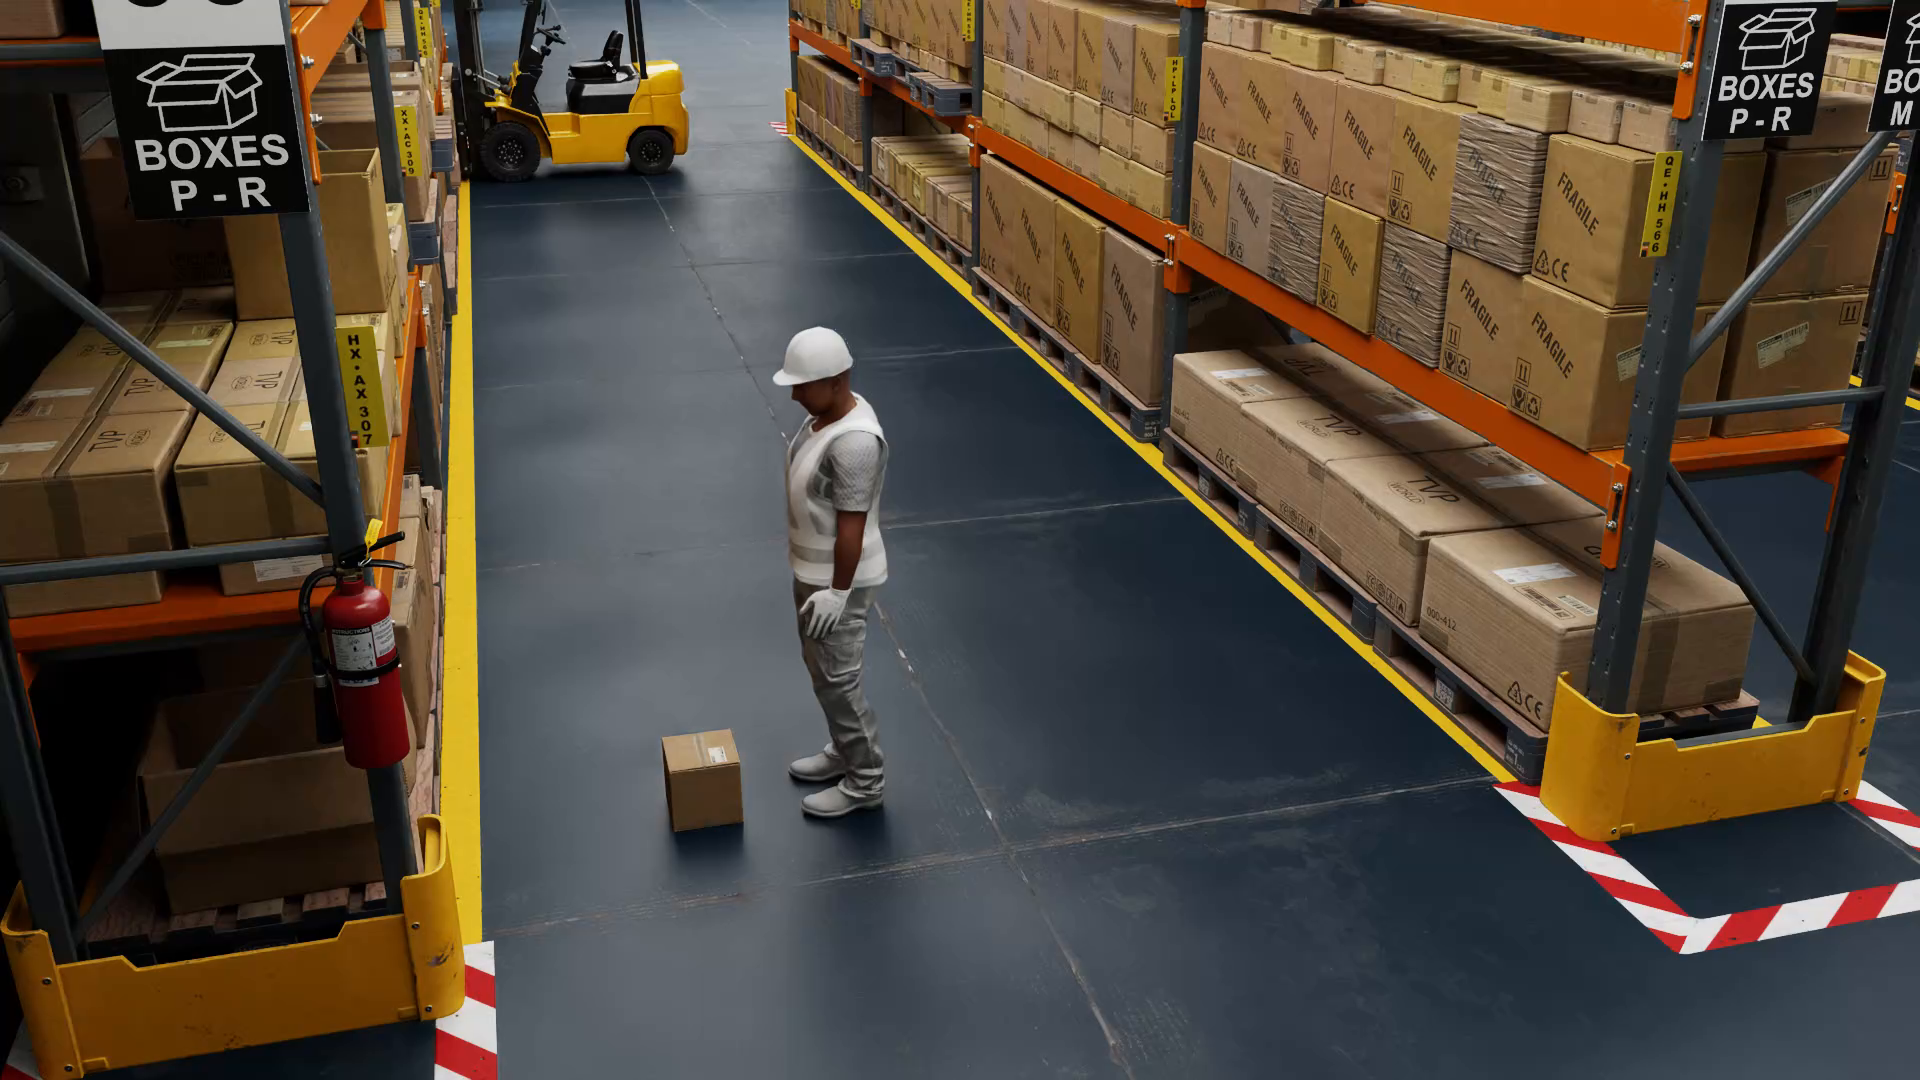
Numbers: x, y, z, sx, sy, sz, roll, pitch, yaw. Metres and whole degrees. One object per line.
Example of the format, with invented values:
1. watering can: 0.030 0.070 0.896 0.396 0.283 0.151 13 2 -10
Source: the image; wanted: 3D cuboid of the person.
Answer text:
1. person: -0.438 0.117 5.801 0.367 1.772 0.551 -6 23 -13
